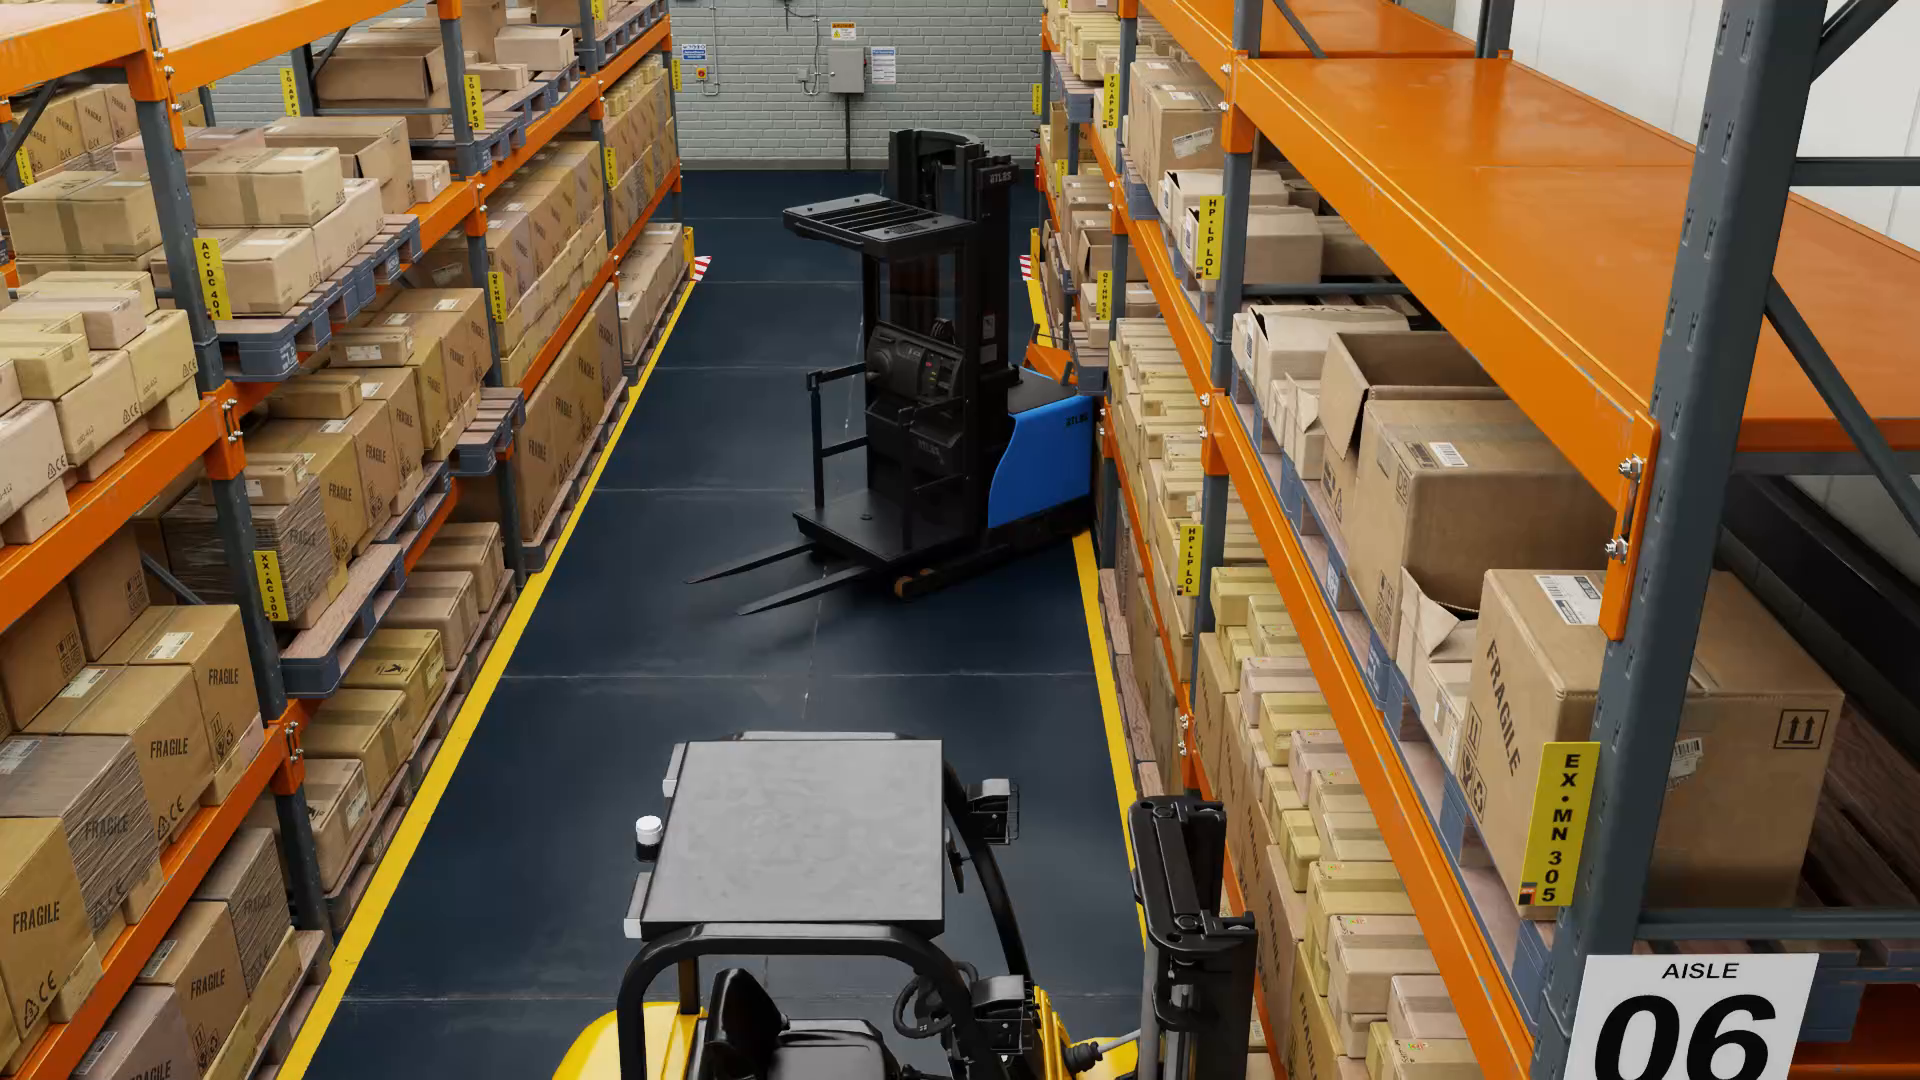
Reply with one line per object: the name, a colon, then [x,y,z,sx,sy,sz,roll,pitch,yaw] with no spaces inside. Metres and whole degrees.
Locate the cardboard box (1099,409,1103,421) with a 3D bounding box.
cardboard box: [1.217,-0.848,12.105,0.380,0.149,0.250,-1,24,-2]

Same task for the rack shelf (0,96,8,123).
rack shelf: [-8.465,-2.852,12.032,1.077,0.370,4.000,0,24,-1]

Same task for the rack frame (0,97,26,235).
rack frame: [-8.487,-2.637,14.324,1.000,3.000,0.127,0,24,-1]

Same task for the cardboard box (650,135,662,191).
cardboard box: [-3.306,-3.779,16.726,0.500,0.500,0.500,0,24,1]

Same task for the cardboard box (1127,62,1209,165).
cardboard box: [1.233,-2.426,9.466,0.500,0.500,0.500,0,24,0]

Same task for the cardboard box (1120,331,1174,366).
cardboard box: [1.182,-1.175,10.183,0.380,0.149,0.250,0,24,1]

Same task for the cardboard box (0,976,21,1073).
cardboard box: [-3.151,1.443,4.821,0.500,0.500,0.500,-1,24,-2]

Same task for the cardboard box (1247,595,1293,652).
cardboard box: [1.330,0.335,6.483,0.380,0.149,0.250,0,24,0]

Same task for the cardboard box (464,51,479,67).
cardboard box: [-3.875,-3.630,12.653,0.380,0.166,0.250,-2,24,-4]

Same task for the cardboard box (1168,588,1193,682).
cardboard box: [1.245,0.433,7.717,0.500,0.250,0.500,0,24,1]

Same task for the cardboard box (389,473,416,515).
cardboard box: [-3.128,-0.248,8.836,0.380,0.149,0.250,1,24,1]

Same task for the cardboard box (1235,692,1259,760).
cardboard box: [1.216,0.679,6.084,0.380,0.149,0.250,0,24,1]

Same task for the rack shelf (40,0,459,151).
rack shelf: [-3.473,-2.452,7.993,1.077,0.370,4.000,0,24,-1]

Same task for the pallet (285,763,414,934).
pallet: [-3.461,1.545,8.461,1.003,0.211,1.213,0,24,-1]

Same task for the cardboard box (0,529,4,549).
cardboard box: [-3.227,0.003,5.151,0.380,0.149,0.250,0,24,1]

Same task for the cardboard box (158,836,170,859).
cardboard box: [-3.220,1.154,6.246,0.380,0.149,0.250,-1,24,-1]

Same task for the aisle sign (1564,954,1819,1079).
aisle sign: [1.263,1.064,2.987,0.394,0.787,0.004,0,24,-1]

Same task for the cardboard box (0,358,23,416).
cardboard box: [-3.203,-0.461,5.210,0.380,0.149,0.250,-1,24,-2]

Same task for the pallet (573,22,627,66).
pallet: [-3.537,-4.365,14.611,1.003,0.211,1.213,0,24,-1]

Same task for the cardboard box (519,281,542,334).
cardboard box: [-3.258,-1.635,11.684,0.500,0.250,0.500,0,24,1]

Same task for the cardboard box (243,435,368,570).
cardboard box: [-3.176,-0.178,7.895,0.500,0.500,0.500,0,24,0]

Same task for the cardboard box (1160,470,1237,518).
cardboard box: [1.180,-0.224,8.081,0.380,0.149,0.250,-1,24,-2]

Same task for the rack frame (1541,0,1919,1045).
rack frame: [1.556,-0.514,2.349,1.000,3.000,0.127,0,24,-1]

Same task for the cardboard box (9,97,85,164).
cardboard box: [-8.269,-3.674,14.922,0.500,0.500,0.500,-1,24,-2]

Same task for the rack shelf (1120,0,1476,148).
rack shelf: [1.490,-2.476,8.046,1.077,0.370,4.000,0,24,-1]

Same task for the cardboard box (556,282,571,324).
cardboard box: [-3.281,-1.818,12.696,0.500,0.250,0.500,0,24,-1]

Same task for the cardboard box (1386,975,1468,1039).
cardboard box: [1.349,1.284,4.384,0.380,0.149,0.250,0,24,0]

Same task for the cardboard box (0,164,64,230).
cardboard box: [-8.241,-3.023,14.696,0.500,0.500,0.500,-1,24,-2]

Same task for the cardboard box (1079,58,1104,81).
cardboard box: [1.073,-3.456,12.168,0.380,0.149,0.250,0,24,1]

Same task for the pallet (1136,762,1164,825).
pallet: [1.465,1.539,8.475,1.003,0.211,1.213,0,24,-1]

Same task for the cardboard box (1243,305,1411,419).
cardboard box: [1.278,-0.648,5.762,0.500,0.311,0.500,0,24,1]

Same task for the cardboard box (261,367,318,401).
cardboard box: [-3.698,-0.599,8.826,0.500,0.500,0.500,-1,24,-3]

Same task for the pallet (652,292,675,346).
pallet: [-3.485,-2.248,16.848,1.003,0.211,1.213,0,24,-1]

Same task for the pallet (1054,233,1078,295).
pallet: [1.324,-2.308,13.829,1.003,0.211,1.213,0,24,-1]

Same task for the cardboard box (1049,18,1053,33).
cardboard box: [1.077,-5.068,16.364,0.380,0.149,0.250,0,24,-1]

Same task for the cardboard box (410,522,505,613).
cardboard box: [-3.499,0.186,10.761,0.950,0.372,0.625,-2,24,-4]

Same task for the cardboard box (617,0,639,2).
cardboard box: [-3.403,-5.481,16.646,0.380,0.149,0.250,-2,24,-5]

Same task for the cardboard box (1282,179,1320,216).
cardboard box: [1.568,-1.697,8.258,0.380,0.166,0.250,0,24,-1]

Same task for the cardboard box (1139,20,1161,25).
cardboard box: [1.575,-3.910,12.812,0.380,0.149,0.250,0,24,1]

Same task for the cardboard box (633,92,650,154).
cardboard box: [-3.298,-4.027,16.062,0.500,0.500,0.500,0,24,-1]

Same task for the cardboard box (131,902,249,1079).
cardboard box: [-3.169,1.767,6.503,0.500,0.500,0.500,0,24,0]

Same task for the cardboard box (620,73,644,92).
cardboard box: [-3.309,-4.473,16.263,0.380,0.149,0.250,0,24,1]

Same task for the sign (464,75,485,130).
sign: [-2.952,-2.657,10.100,0.100,0.325,0.005,0,24,-1]

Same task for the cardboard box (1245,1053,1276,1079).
cardboard box: [1.214,2.010,5.662,0.500,0.250,0.500,-1,24,-2]

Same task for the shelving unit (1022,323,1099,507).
shelving unit: [0.767,-0.918,12.576,0.538,1.125,1.048,10,20,-15]

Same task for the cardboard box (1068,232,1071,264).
cardboard box: [1.056,-2.281,13.190,0.396,0.266,0.258,1,24,2]

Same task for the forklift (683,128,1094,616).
forklift: [-0.473,-1.167,11.157,3.031,2.935,1.130,-20,31,-37]

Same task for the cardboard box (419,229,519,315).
cardboard box: [-3.256,-1.758,11.046,0.500,0.500,0.500,-1,24,-2]

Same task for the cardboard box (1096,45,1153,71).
cardboard box: [1.155,-3.367,11.636,0.380,0.149,0.250,0,24,0]

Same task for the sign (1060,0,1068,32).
sign: [0.882,-4.322,13.781,0.100,0.325,0.005,0,24,-1]
